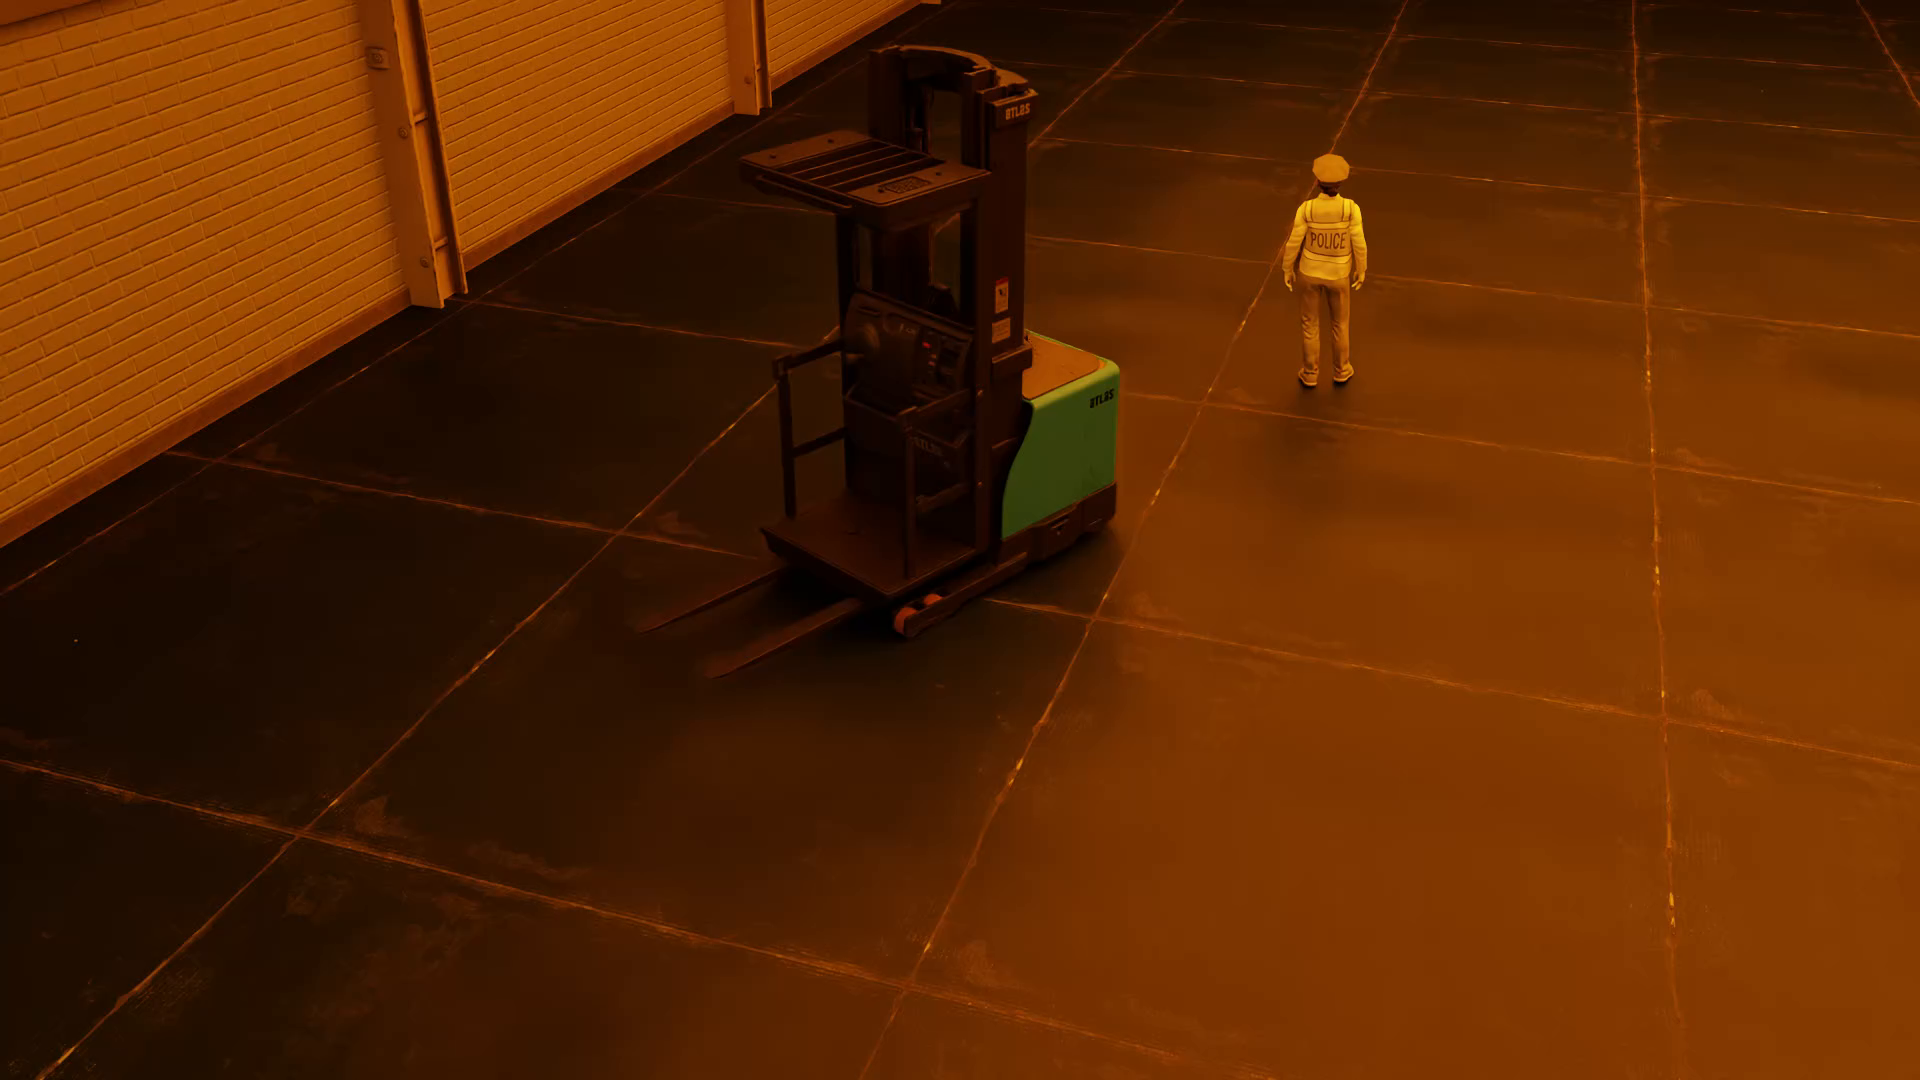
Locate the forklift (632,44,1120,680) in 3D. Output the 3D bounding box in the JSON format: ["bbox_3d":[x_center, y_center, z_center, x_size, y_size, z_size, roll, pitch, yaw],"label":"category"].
[{"bbox_3d":[-0.440,-1.025,8.934,1.130,2.935,3.031,26,39,38],"label":"forklift"}]

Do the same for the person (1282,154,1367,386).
[{"bbox_3d":[2.563,-1.894,11.694,0.589,1.696,0.532,6,30,10],"label":"person"}]
